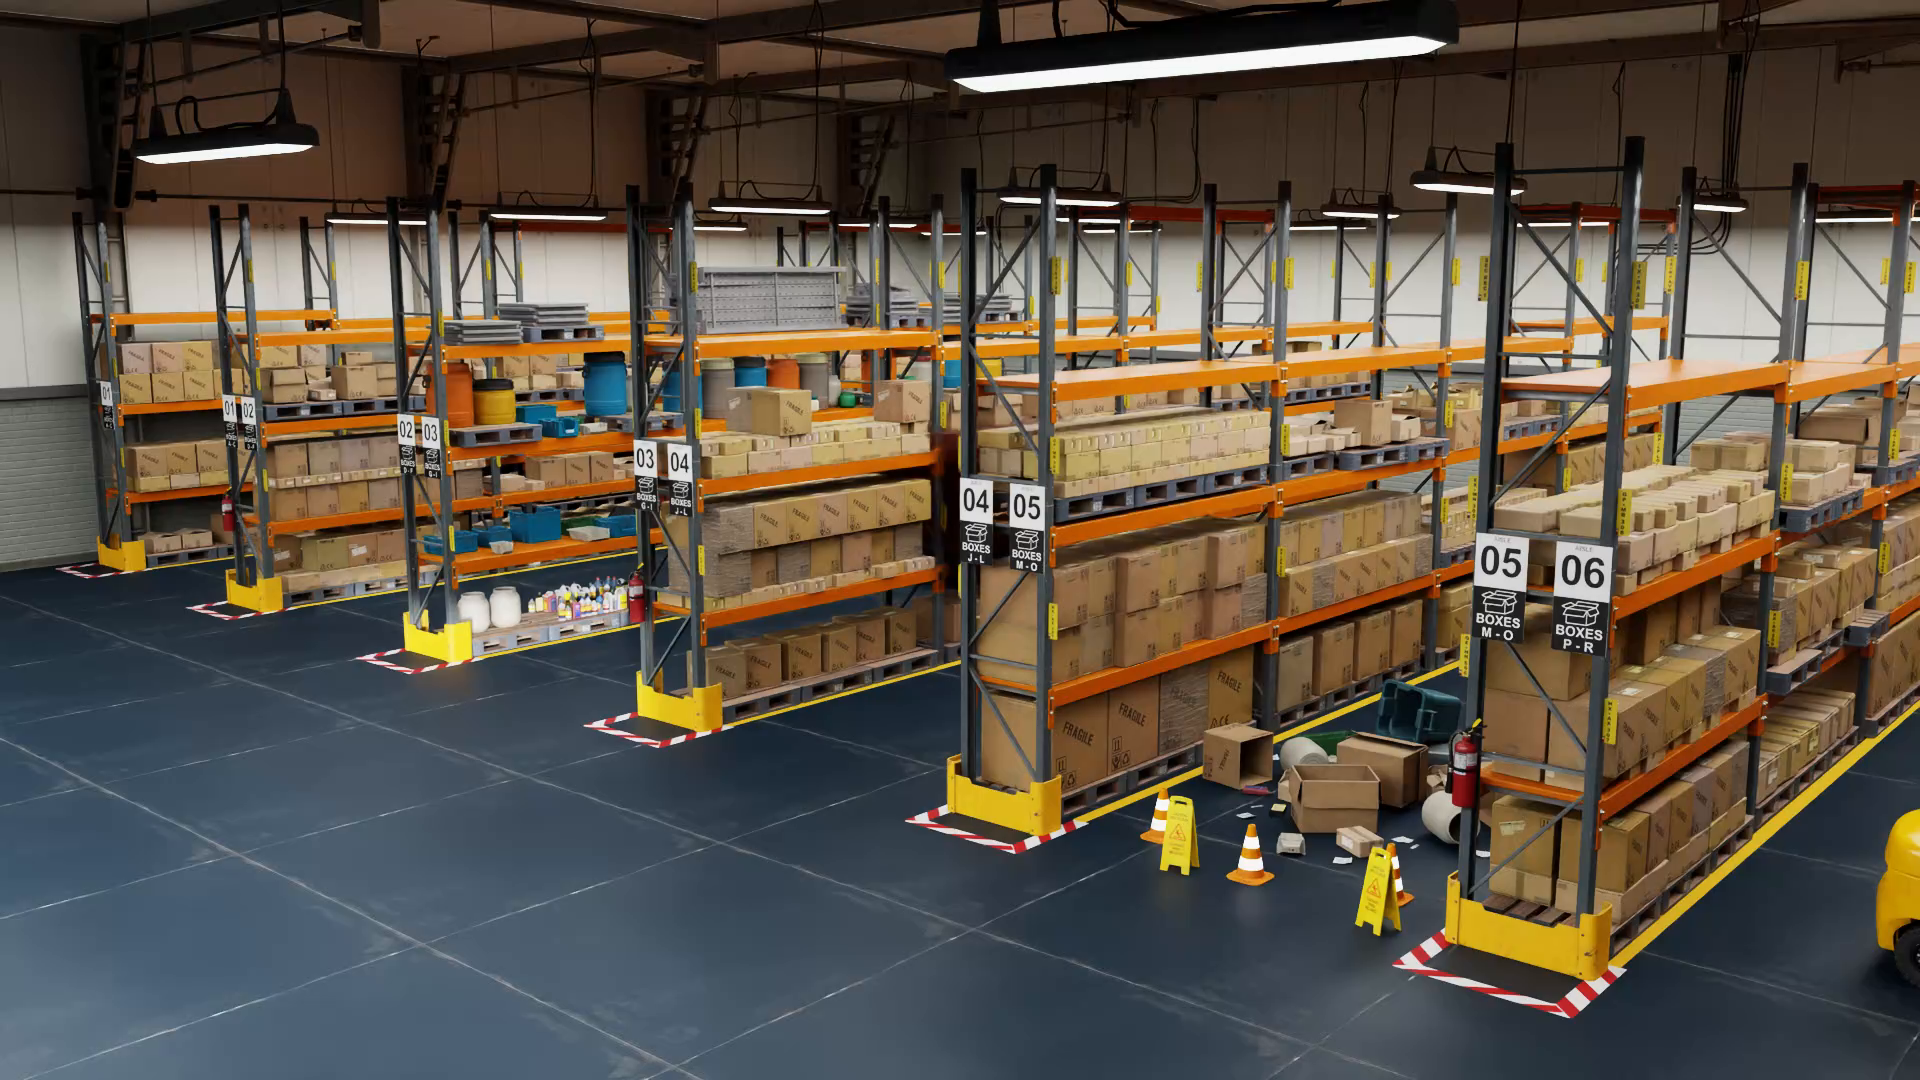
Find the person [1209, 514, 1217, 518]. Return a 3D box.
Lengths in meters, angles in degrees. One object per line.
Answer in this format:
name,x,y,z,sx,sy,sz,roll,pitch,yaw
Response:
person,3.551,0.168,23.984,0.604,1.523,1.049,8,13,41

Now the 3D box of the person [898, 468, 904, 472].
person,-1.470,-2.274,39.564,0.971,1.701,0.536,5,11,26
